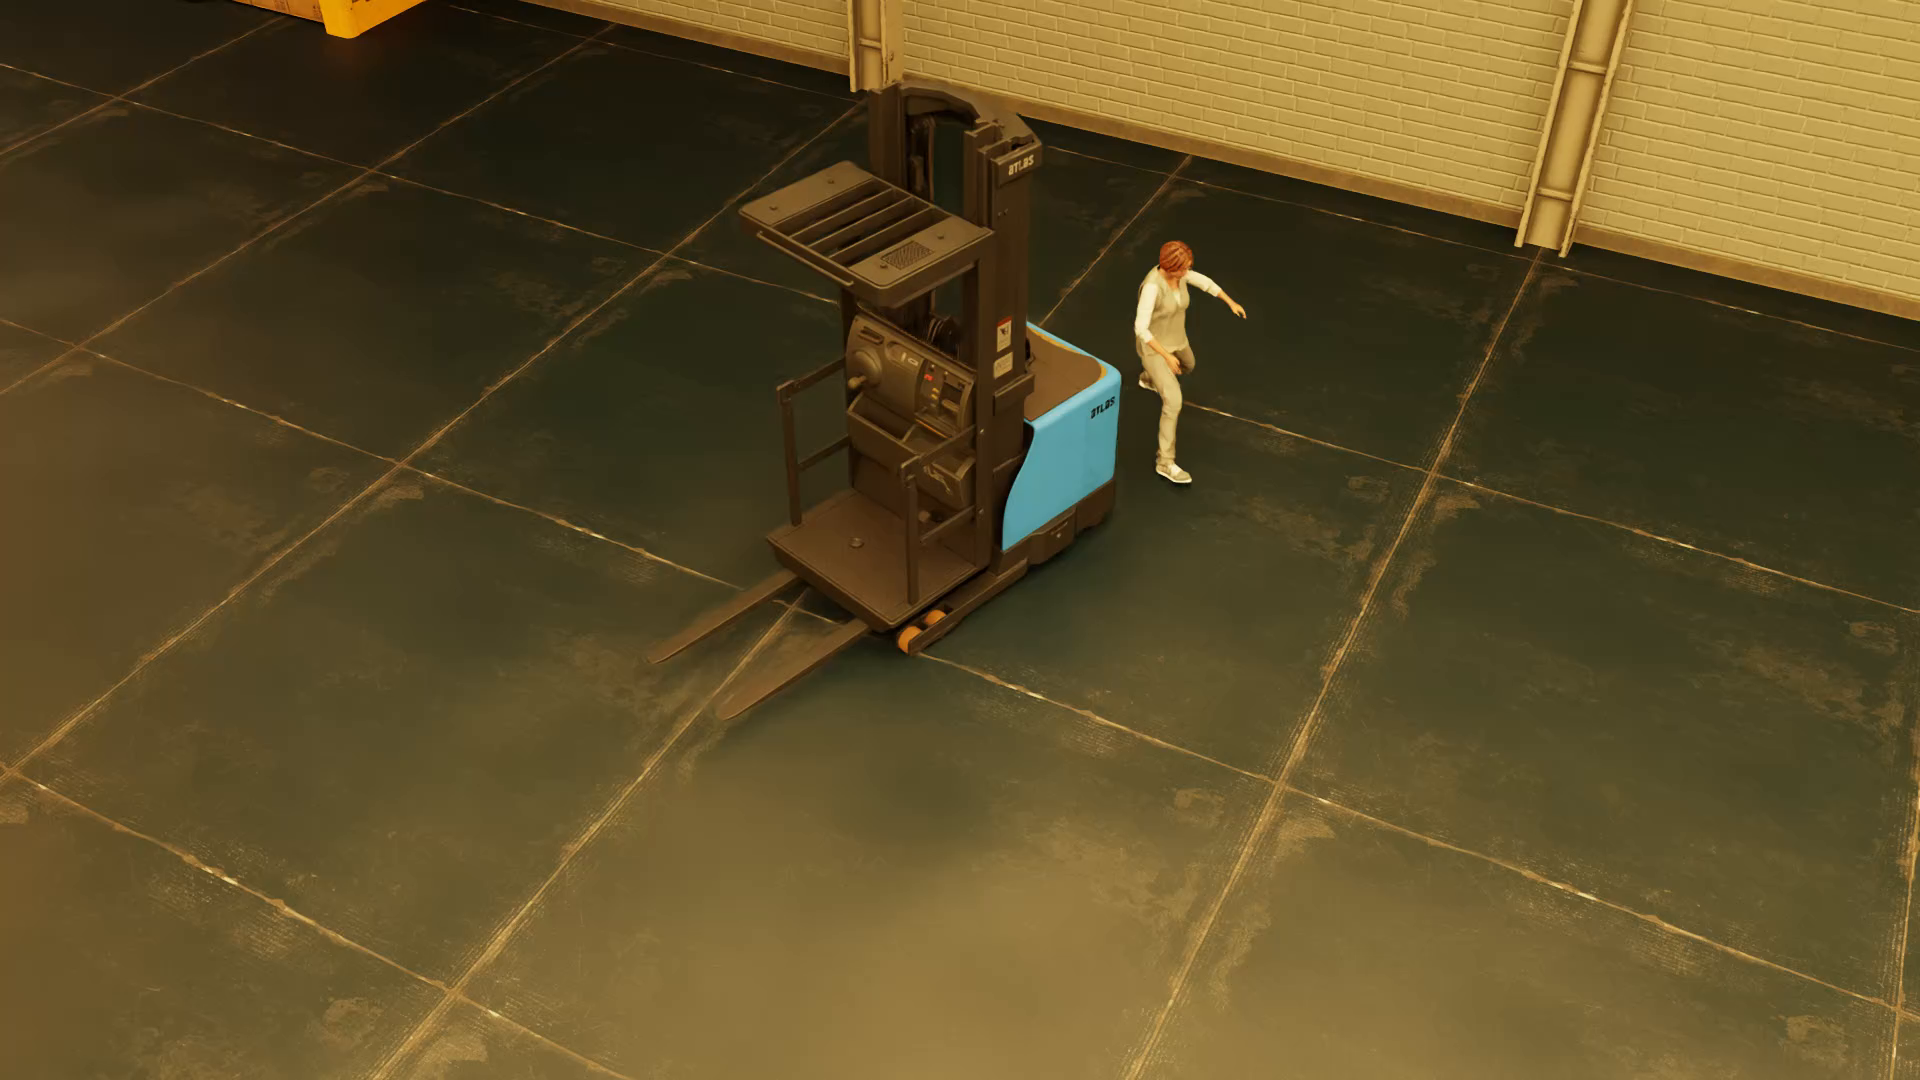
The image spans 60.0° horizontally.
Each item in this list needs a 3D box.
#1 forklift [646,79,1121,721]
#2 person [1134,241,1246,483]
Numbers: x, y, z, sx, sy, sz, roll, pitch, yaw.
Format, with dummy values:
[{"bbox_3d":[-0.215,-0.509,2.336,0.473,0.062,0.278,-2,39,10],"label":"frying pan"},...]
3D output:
[{"bbox_3d":[-0.428,-0.841,8.985,1.130,2.935,3.031,32,50,33],"label":"forklift"},{"bbox_3d":[1.392,-1.257,10.672,0.900,1.444,0.912,28,48,29],"label":"person"}]
